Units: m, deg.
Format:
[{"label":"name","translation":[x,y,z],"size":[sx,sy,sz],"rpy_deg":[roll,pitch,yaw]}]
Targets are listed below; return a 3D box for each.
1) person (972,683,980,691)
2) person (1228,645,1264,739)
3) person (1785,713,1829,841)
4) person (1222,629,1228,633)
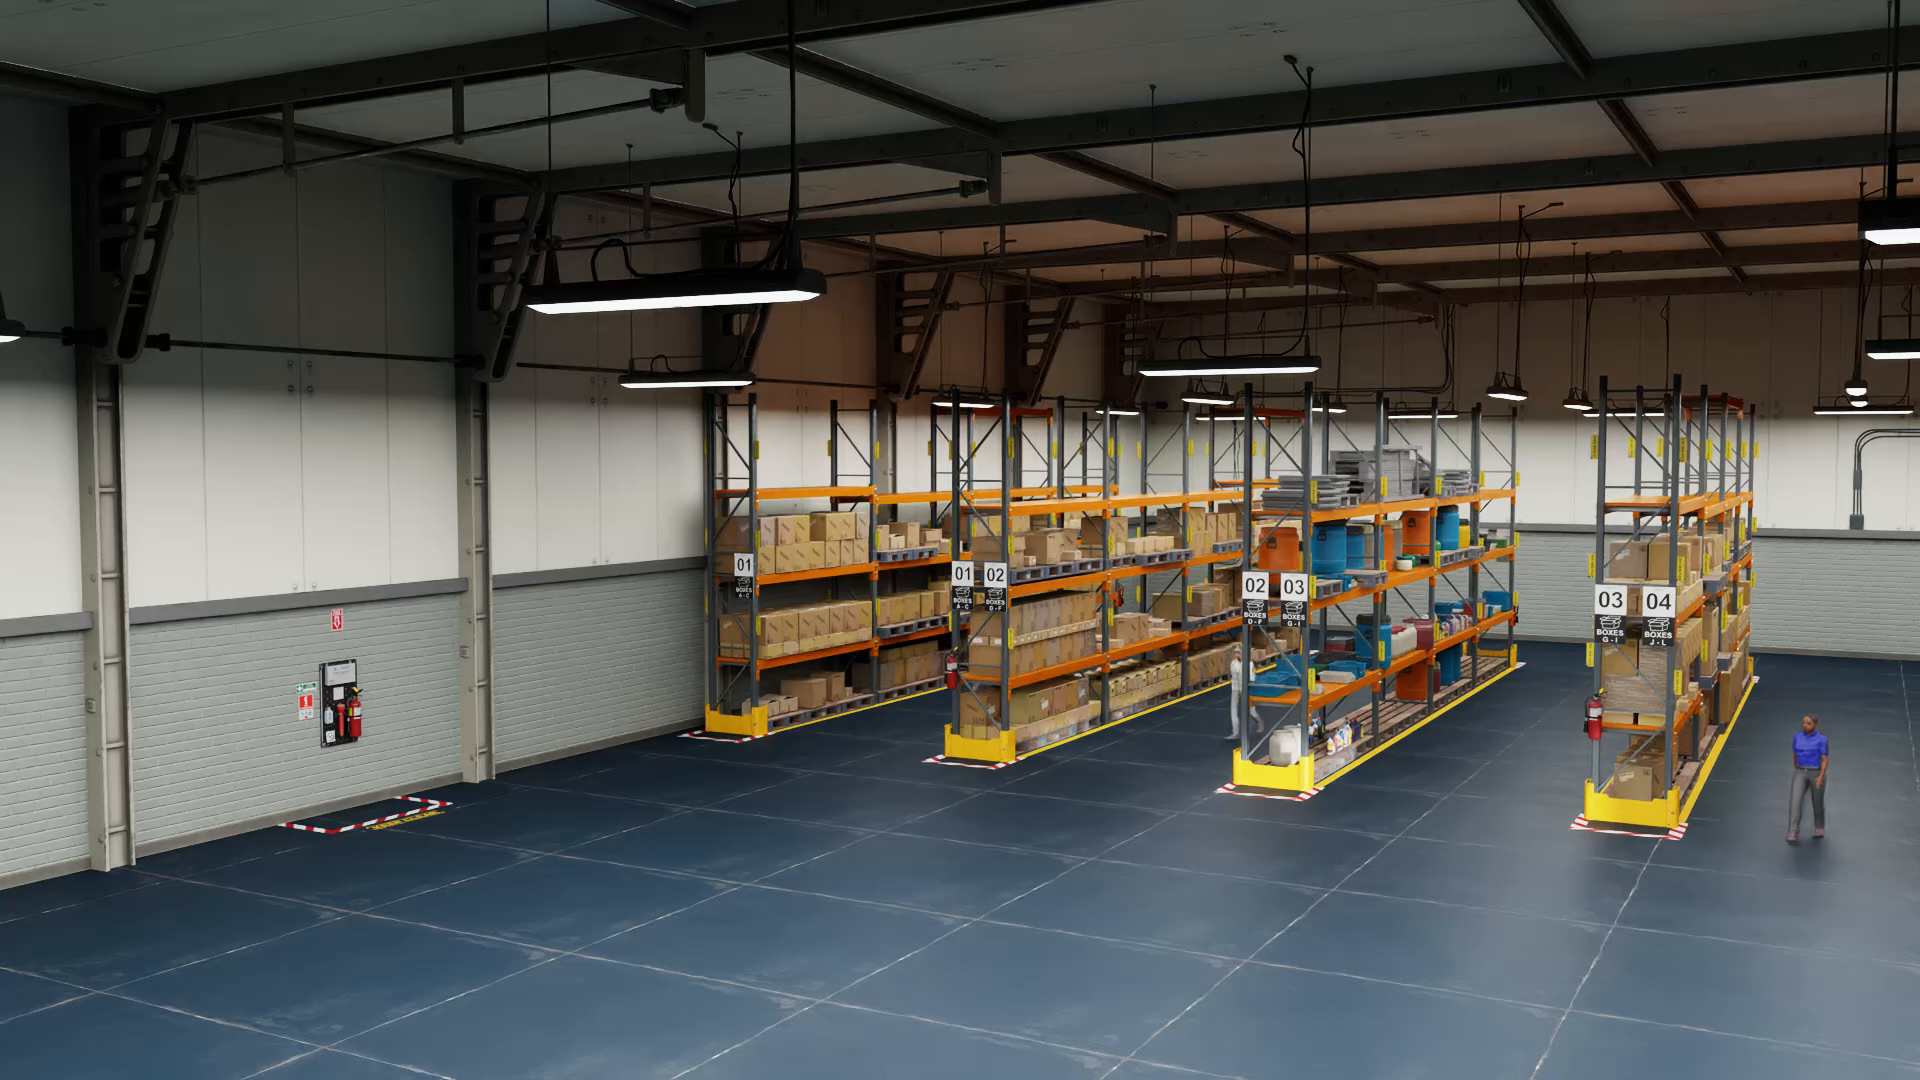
[{"label":"person","translation":[0.443,2.239,33.348],"size":[0.571,1.812,0.747],"rpy_deg":[2,4,30]},{"label":"person","translation":[4.950,2.617,28.915],"size":[0.508,1.636,0.926],"rpy_deg":[2,4,38]},{"label":"person","translation":[10.857,3.032,21.284],"size":[0.462,1.592,0.948],"rpy_deg":[3,4,42]},{"label":"person","translation":[7.217,1.641,45.618],"size":[0.553,1.732,0.903],"rpy_deg":[-1,3,-23]}]
